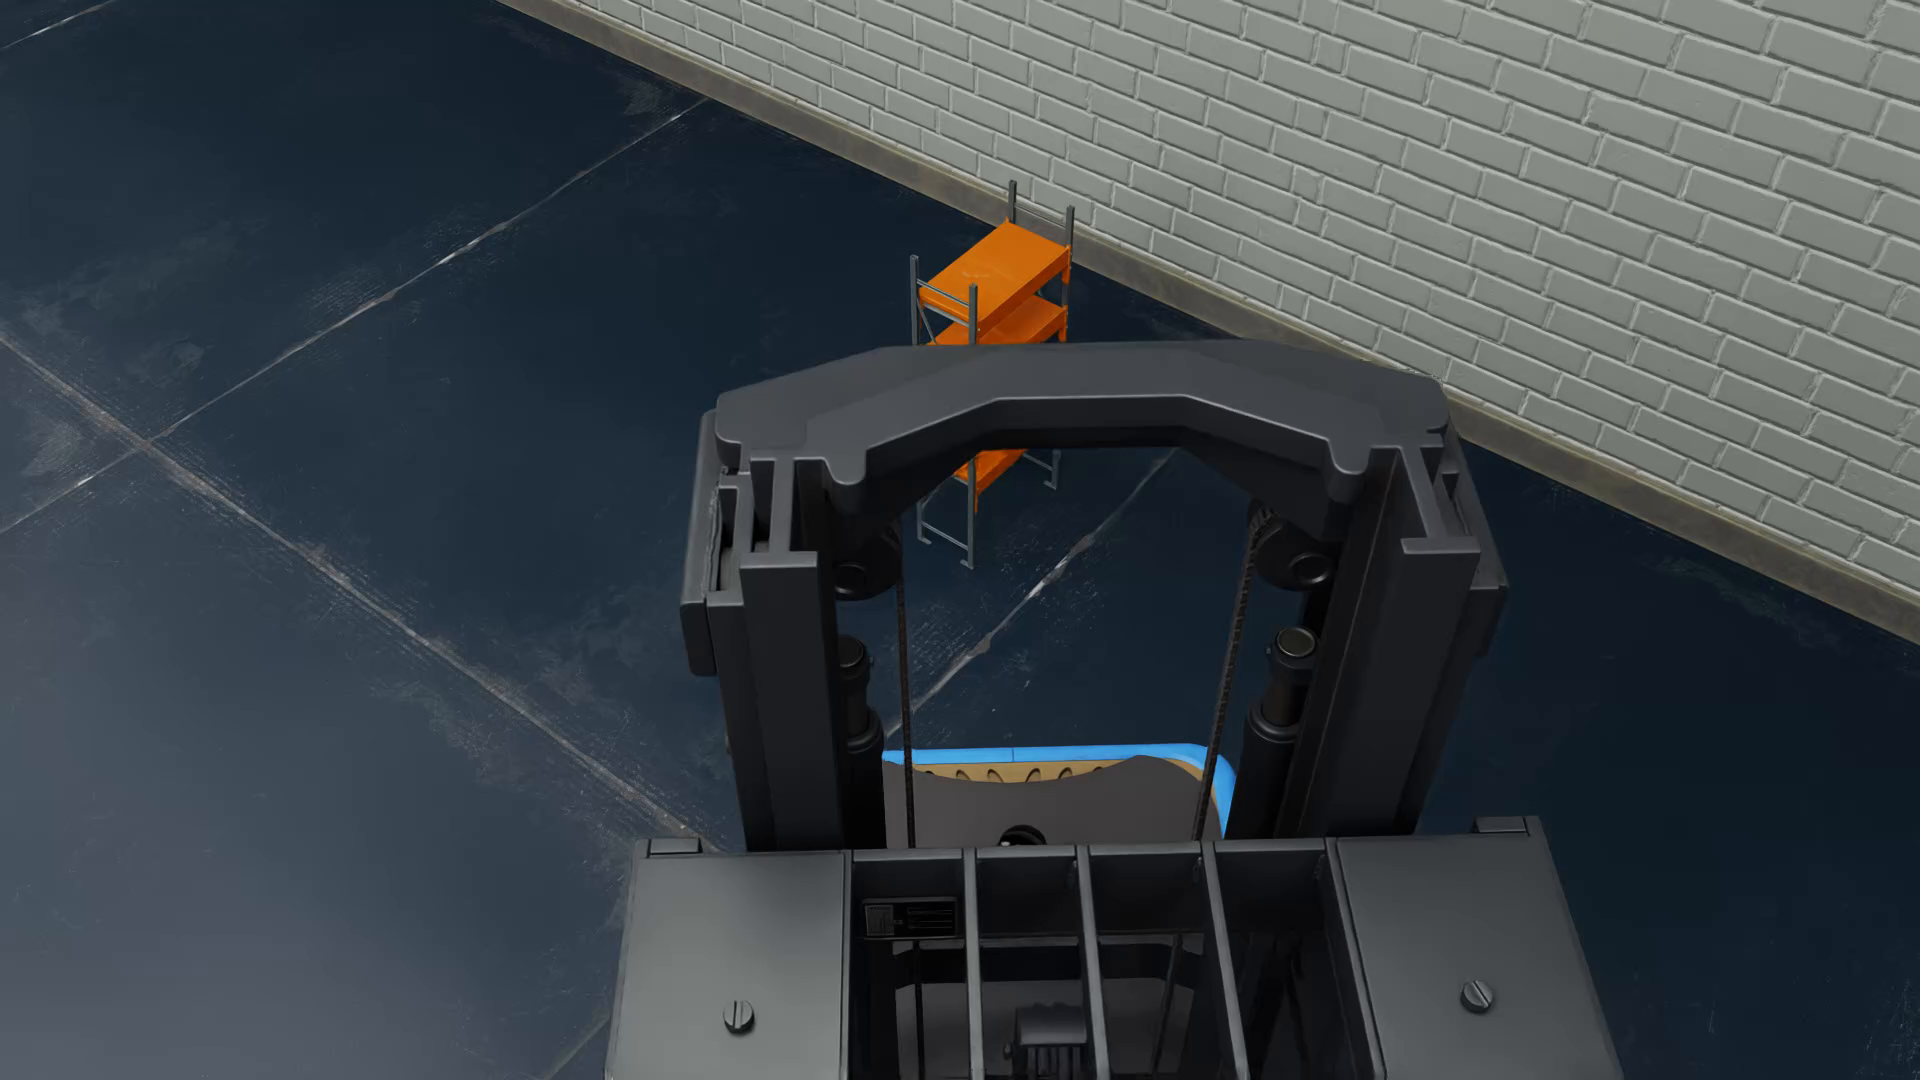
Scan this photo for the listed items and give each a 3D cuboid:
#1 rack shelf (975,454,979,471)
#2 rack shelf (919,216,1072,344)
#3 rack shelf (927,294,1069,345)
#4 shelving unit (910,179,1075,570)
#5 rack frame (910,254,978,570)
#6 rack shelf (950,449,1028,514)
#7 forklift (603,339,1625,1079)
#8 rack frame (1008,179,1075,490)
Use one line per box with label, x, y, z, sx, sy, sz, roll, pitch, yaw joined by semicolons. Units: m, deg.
rack shelf;0.101;-0.463;5.455;0.258;0.148;0.480;29;53;25
rack shelf;0.101;-0.781;5.122;0.258;0.148;0.480;29;53;25
rack shelf;0.101;-0.617;5.294;0.258;0.148;0.480;29;53;25
shelving unit;0.101;-0.509;5.407;0.258;1.200;0.503;29;53;25
rack frame;-0.048;-0.370;5.273;0.240;1.200;0.015;29;53;25
rack shelf;0.101;-0.326;5.599;0.258;0.148;0.480;29;53;25
forklift;0.163;1.272;2.508;1.130;2.935;3.031;-1;46;-1
rack frame;0.250;-0.649;5.540;0.240;1.200;0.015;29;53;25
